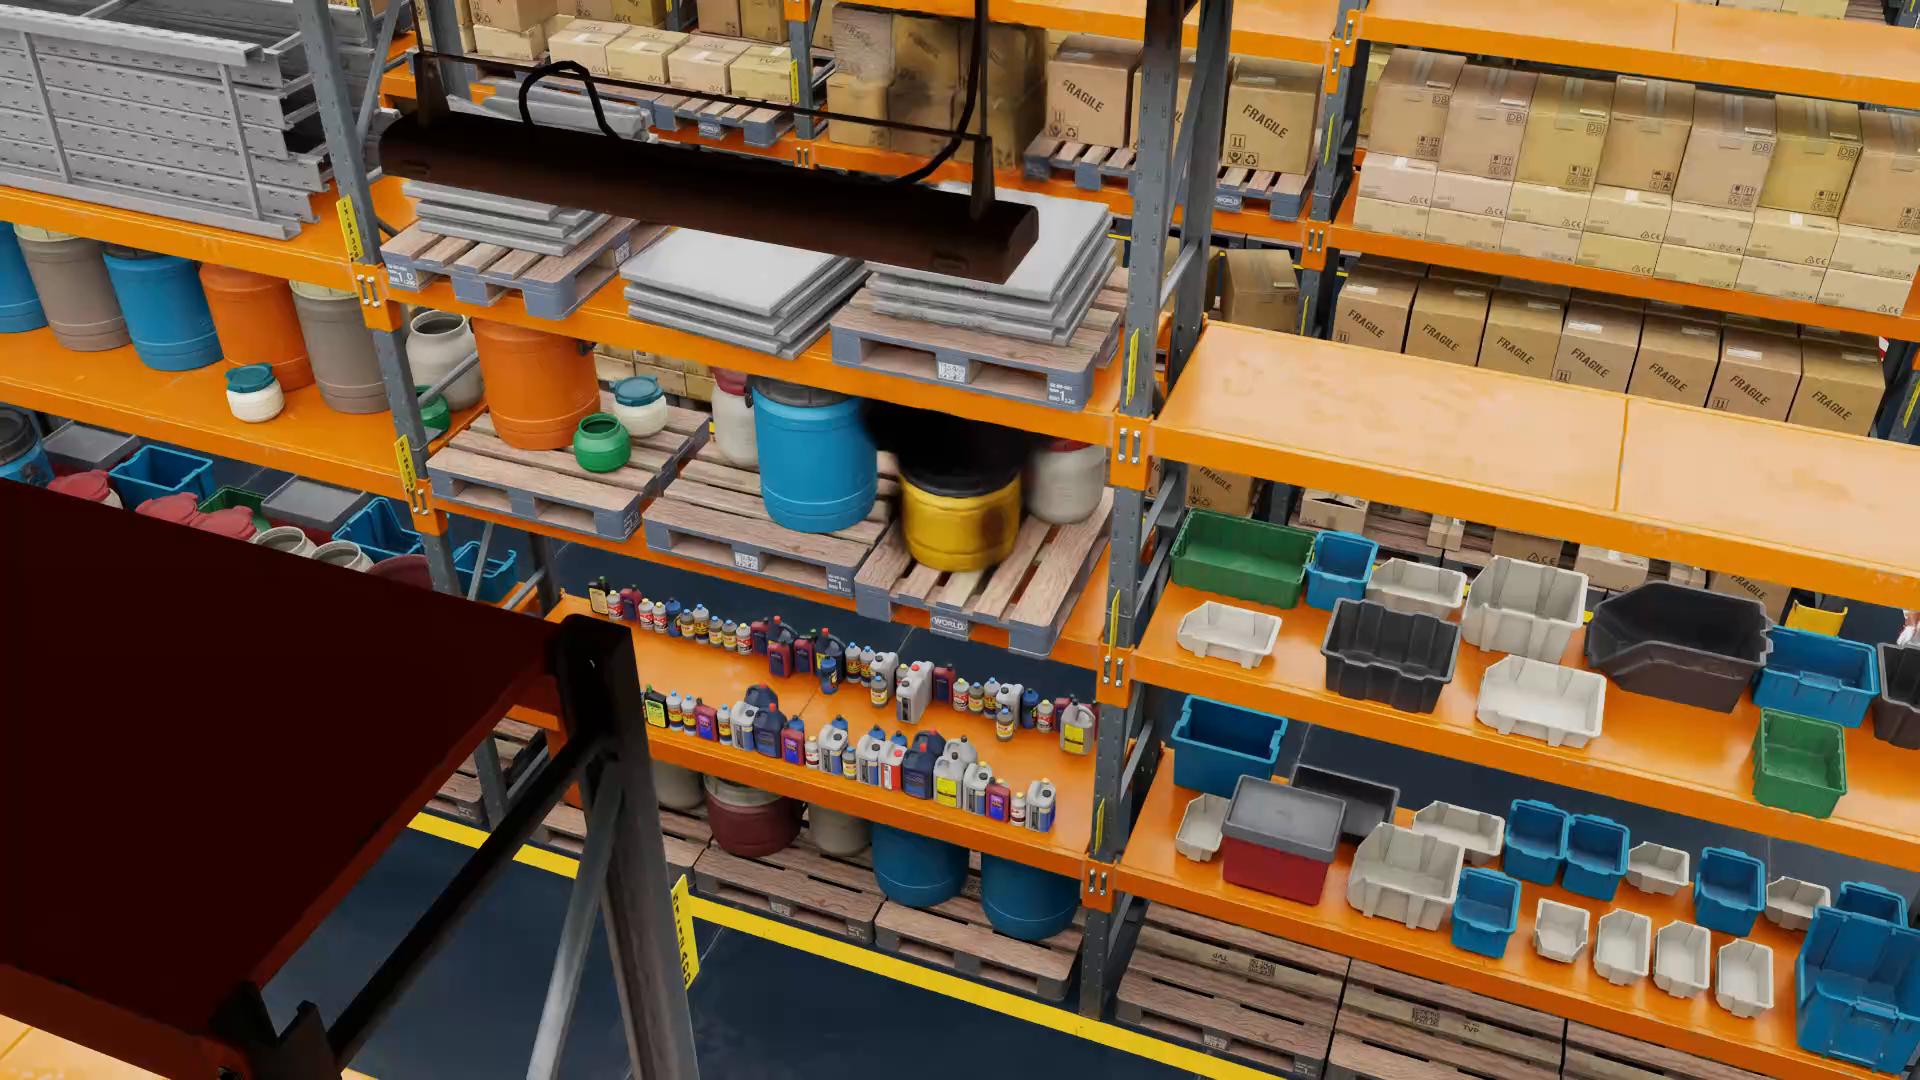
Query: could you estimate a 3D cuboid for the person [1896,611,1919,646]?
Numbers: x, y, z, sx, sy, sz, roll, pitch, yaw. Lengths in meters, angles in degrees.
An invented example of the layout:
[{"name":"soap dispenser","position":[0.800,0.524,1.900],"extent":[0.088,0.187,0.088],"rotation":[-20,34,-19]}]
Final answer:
[{"name":"person","position":[6.435,0.751,10.942],"extent":[0.570,1.728,0.666],"rotation":[-14,39,-18]}]
